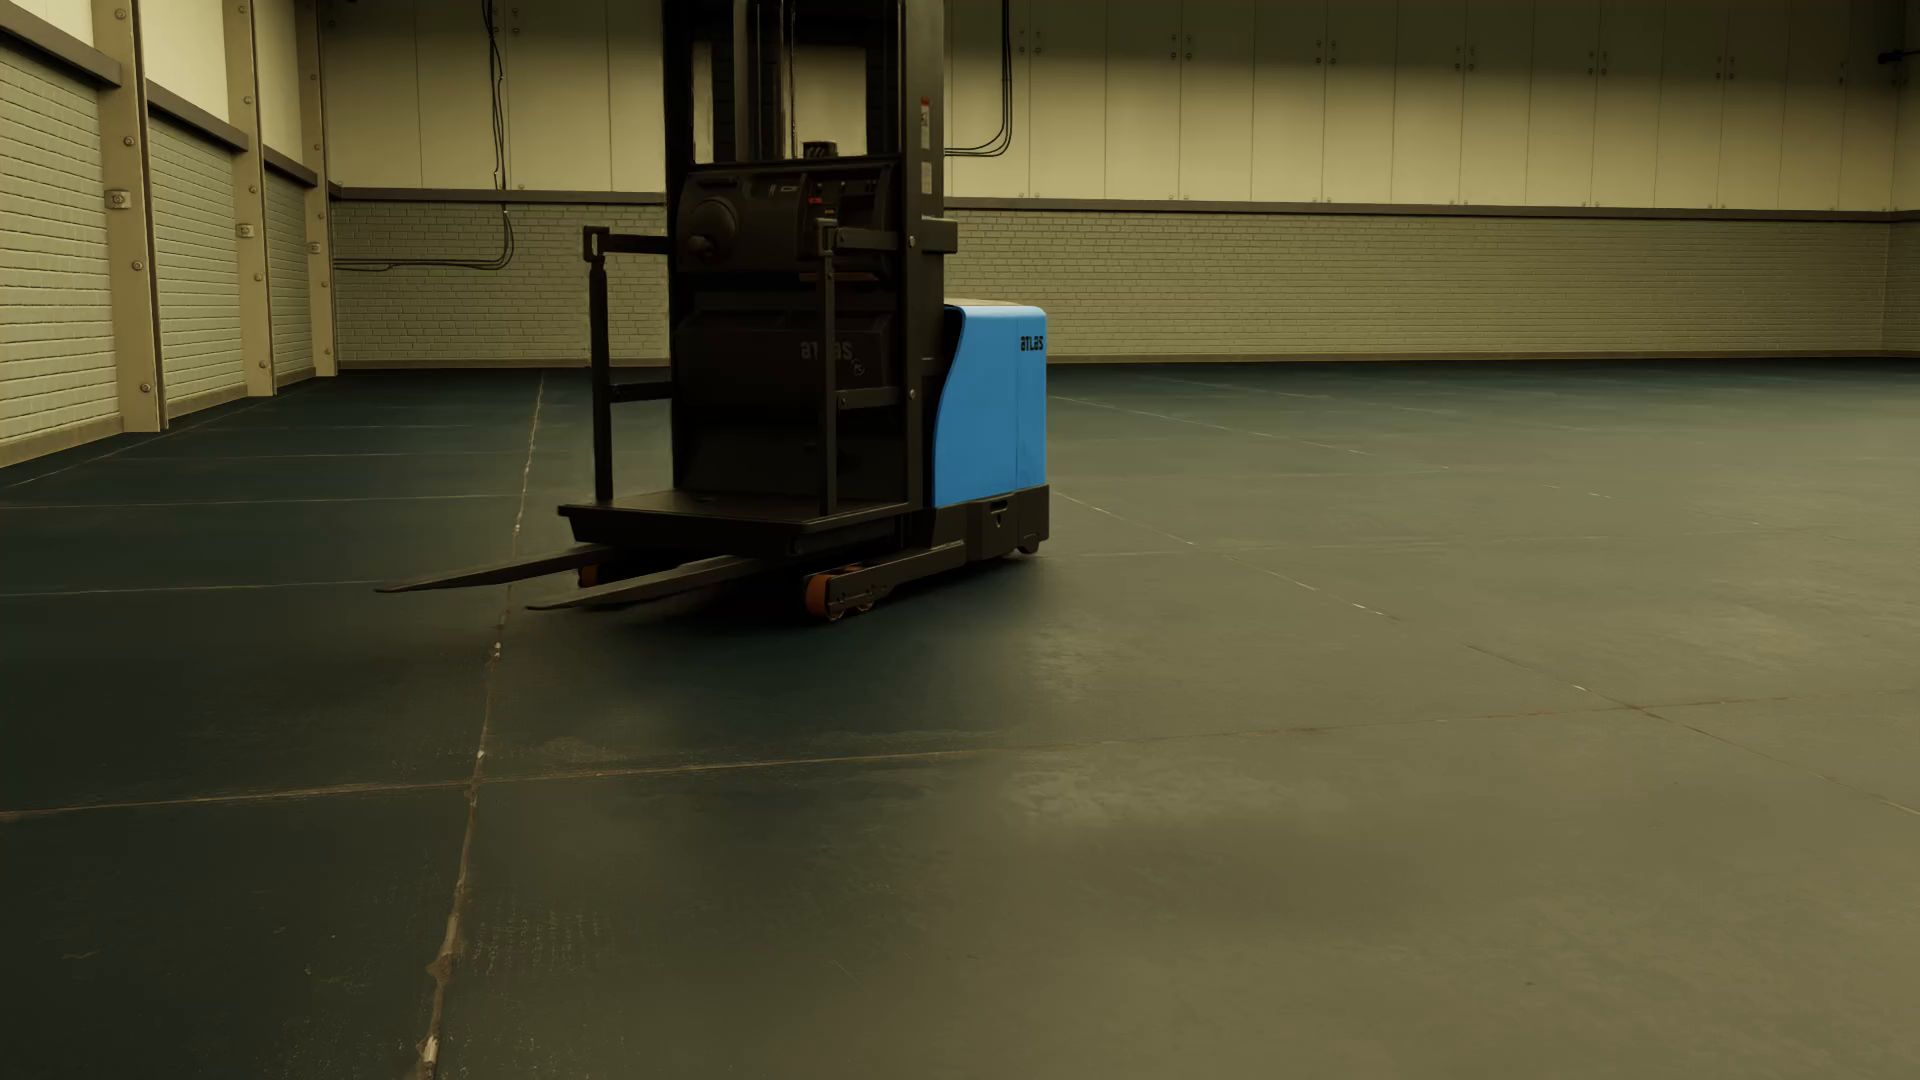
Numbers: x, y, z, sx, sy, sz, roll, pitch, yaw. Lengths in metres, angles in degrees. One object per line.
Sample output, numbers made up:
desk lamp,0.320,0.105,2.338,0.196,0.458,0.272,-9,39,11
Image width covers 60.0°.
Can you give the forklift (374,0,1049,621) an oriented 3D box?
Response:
forklift,-0.761,-1.244,6.020,1.130,2.935,3.031,4,9,28
